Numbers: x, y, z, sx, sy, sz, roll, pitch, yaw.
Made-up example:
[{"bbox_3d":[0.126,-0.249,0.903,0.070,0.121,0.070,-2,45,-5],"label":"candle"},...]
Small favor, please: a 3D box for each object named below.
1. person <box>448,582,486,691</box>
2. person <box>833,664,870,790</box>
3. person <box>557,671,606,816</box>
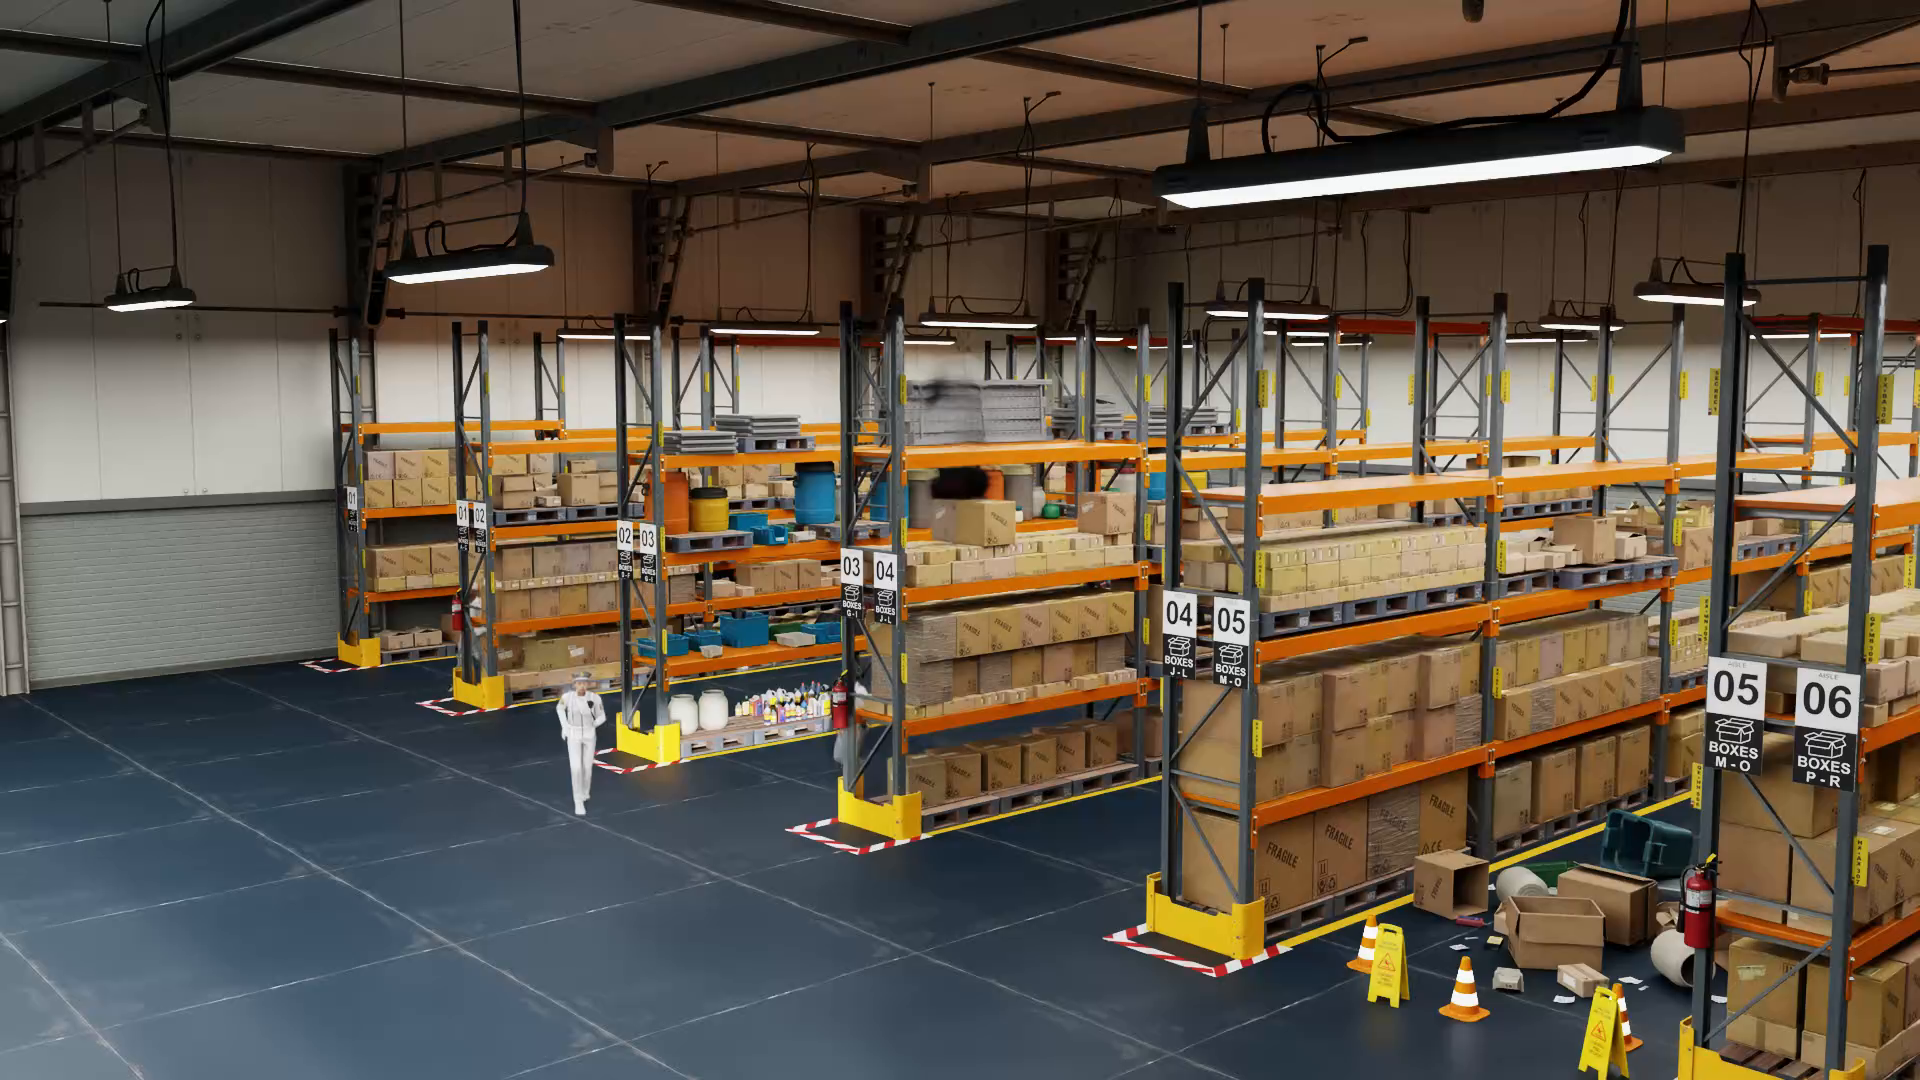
[{"bbox_3d":[-8.117,1.574,27.623,0.716,1.782,0.975,4,7,32],"label":"person"},{"bbox_3d":[-1.345,2.316,20.533,0.568,1.670,0.565,-5,8,-42],"label":"person"},{"bbox_3d":[-4.502,2.392,19.828,0.545,1.738,0.856,-2,6,-20],"label":"person"}]
